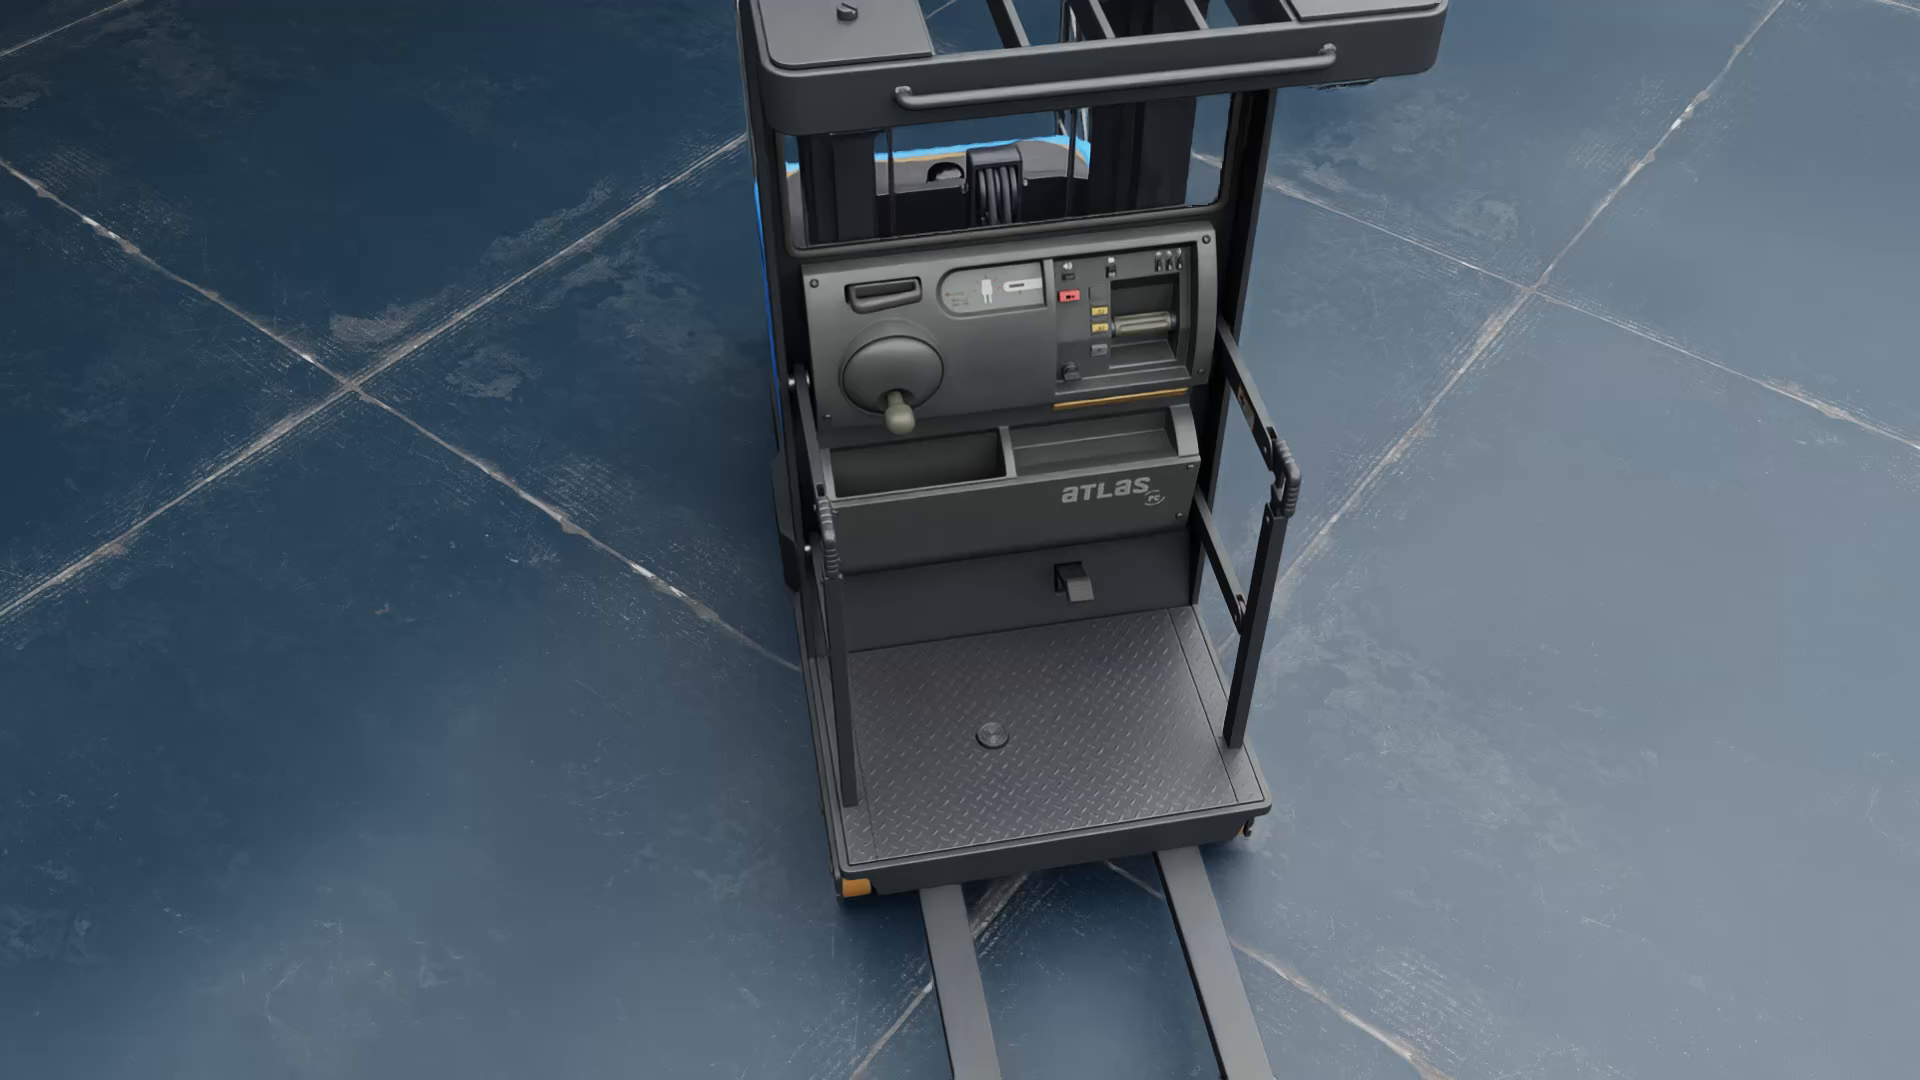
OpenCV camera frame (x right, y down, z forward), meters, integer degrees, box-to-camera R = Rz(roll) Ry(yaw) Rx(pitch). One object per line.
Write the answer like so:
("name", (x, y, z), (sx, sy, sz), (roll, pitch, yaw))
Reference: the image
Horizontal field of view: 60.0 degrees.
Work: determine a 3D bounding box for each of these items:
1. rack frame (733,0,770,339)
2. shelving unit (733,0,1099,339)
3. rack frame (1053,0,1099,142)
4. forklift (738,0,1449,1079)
("rack frame", (-0.634, -1.104, 5.267), (0.032, 1.500, 0.500), (-7, 47, -7))
("shelving unit", (-0.132, -1.164, 5.324), (1.048, 1.500, 0.538), (-7, 47, -7))
("rack frame", (0.369, -1.225, 5.382), (0.032, 1.500, 0.500), (-7, 47, -7))
("forklift", (0.162, -0.374, 3.581), (1.130, 2.935, 3.031), (-8, 47, -7))
